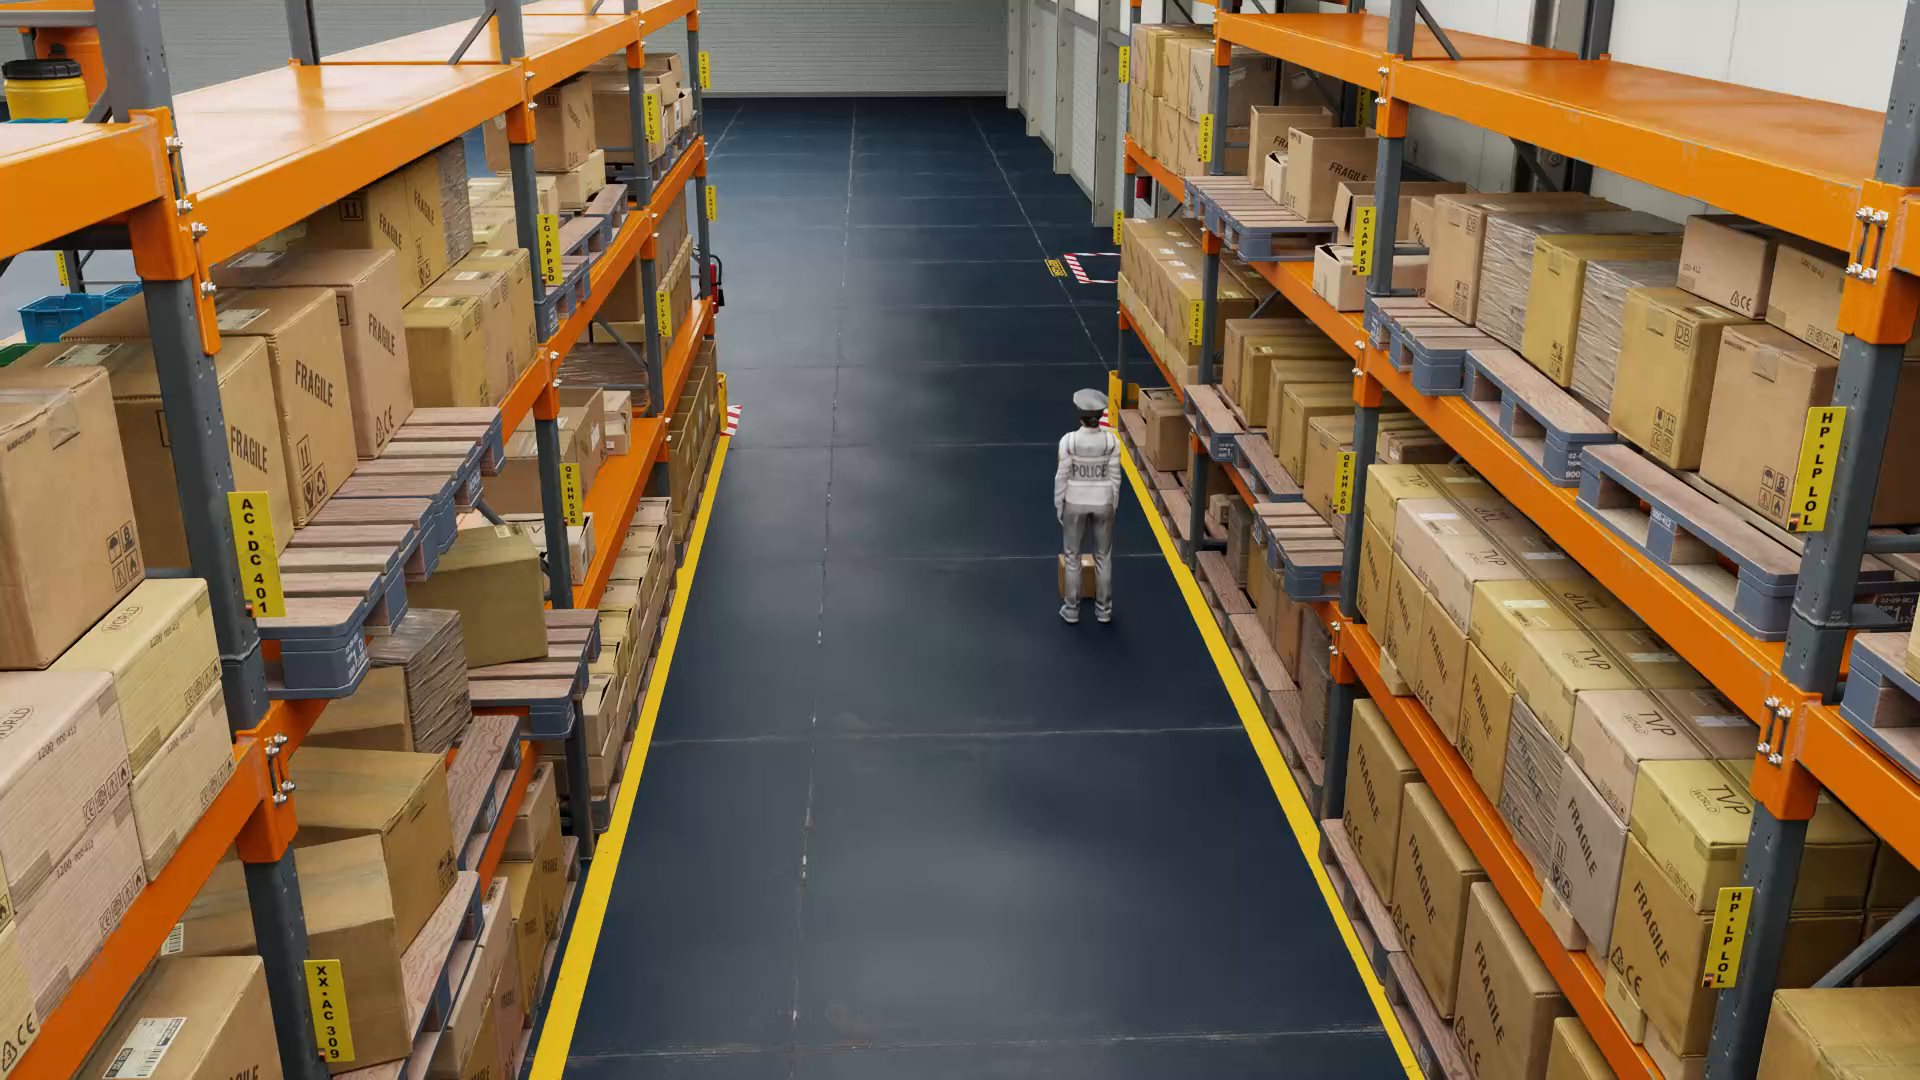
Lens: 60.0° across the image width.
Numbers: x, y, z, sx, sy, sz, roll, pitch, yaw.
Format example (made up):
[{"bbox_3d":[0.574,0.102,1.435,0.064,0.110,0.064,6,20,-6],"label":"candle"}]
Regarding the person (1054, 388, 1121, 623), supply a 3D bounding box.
[{"bbox_3d":[0.889,-0.232,11.677,0.465,1.689,0.344,-1,21,-2],"label":"person"}]
